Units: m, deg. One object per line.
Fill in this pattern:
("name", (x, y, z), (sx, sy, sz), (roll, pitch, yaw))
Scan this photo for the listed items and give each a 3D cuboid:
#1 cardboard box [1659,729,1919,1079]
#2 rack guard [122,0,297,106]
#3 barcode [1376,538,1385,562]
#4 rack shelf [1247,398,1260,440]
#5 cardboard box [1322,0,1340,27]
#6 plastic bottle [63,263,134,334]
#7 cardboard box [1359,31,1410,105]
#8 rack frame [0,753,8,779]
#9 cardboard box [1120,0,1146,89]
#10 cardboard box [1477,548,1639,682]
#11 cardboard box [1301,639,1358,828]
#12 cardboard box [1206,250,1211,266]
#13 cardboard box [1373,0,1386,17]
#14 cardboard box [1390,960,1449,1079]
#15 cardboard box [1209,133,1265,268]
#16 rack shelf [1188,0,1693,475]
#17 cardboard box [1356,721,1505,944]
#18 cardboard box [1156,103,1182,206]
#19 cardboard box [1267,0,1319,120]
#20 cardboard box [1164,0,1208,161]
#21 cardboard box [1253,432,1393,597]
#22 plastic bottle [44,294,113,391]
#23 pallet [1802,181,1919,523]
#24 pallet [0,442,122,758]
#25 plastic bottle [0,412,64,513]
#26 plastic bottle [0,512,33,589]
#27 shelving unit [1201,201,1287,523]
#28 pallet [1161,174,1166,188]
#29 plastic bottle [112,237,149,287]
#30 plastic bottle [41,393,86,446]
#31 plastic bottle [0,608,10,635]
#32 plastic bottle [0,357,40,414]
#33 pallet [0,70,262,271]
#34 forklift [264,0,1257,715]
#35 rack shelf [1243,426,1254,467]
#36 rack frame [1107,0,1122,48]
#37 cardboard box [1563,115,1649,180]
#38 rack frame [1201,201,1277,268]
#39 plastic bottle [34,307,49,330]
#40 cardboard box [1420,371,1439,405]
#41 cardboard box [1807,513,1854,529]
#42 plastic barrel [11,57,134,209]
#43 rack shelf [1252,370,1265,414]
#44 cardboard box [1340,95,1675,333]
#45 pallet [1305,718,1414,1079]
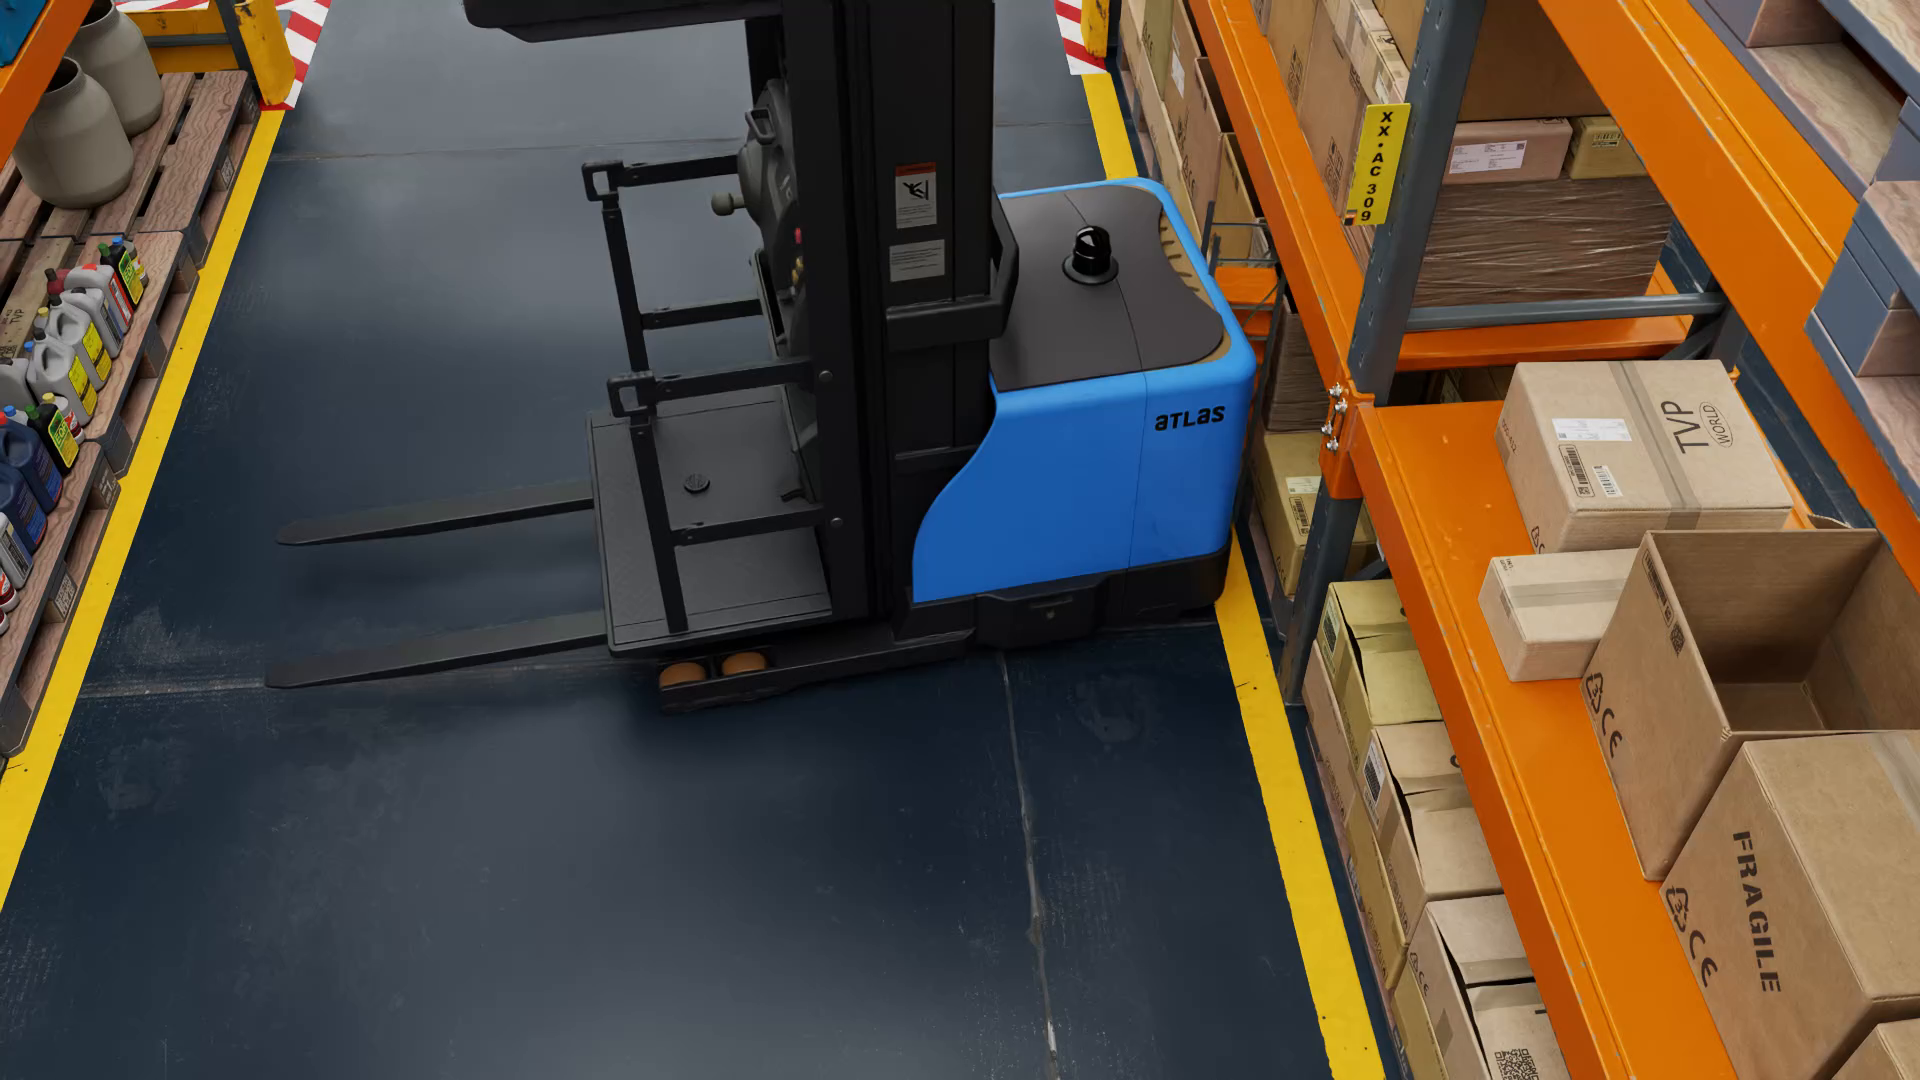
("cardboard box", (1.651, 0.690, 2.962), (0.500, 0.500, 0.500), (-3, 47, -3))
("rack guard", (-3.700, -2.260, 7.546), (1.175, 0.500, 0.348), (-3, 47, -3))
("barcode", (1.124, 0.012, 4.430), (0.001, 0.075, 0.075), (-3, 47, -3))
("rack shelf", (0.857, -0.433, 5.552), (0.258, 0.103, 0.180), (1, 46, -1))
("cardboard box", (1.215, -1.575, 4.660), (0.380, 0.149, 0.250), (-4, 47, -3))
("plastic bottle", (-3.169, -0.900, 6.109), (0.152, 0.276, 0.135), (-3, 47, -3))
("cardboard box", (1.262, -1.196, 4.301), (0.380, 0.149, 0.250), (-4, 47, -4))
("rack frame", (-3.419, -0.278, 3.947), (1.000, 3.000, 0.127), (-3, 47, -3))
("cardboard box", (1.006, -2.267, 7.436), (0.500, 0.250, 0.500), (-3, 47, -3))
("cardboard box", (1.388, 0.164, 3.702), (0.380, 0.149, 0.250), (-3, 47, -3))
("cardboard box", (1.304, 0.532, 4.785), (0.500, 0.250, 0.500), (-5, 47, -4))
("cardboard box", (1.172, -0.820, 6.065), (0.500, 0.250, 0.500), (-3, 47, -3))
("cardboard box", (1.430, -1.743, 4.372), (0.700, 0.500, 0.500), (-4, 47, -3))
("cardboard box", (1.392, 1.277, 4.080), (0.500, 0.250, 0.500), (-5, 47, -5))
("cardboard box", (1.185, -1.079, 5.794), (0.500, 0.500, 0.500), (-3, 47, -3))
("rack shelf", (1.350, -1.776, 5.861), (1.077, 0.370, 4.000), (-3, 47, -3))
("cardboard box", (1.340, 0.709, 4.231), (0.500, 0.311, 0.500), (-4, 47, -4))
("cardboard box", (1.093, -1.544, 6.751), (0.500, 0.250, 0.500), (-3, 47, -3))
("cardboard box", (1.385, -1.675, 5.202), (0.700, 0.500, 0.500), (-3, 47, -3))
("cardboard box", (1.104, -1.803, 6.479), (0.500, 0.500, 0.500), (-3, 47, -3))
("cardboard box", (1.261, -0.097, 5.380), (0.500, 0.250, 0.500), (-3, 47, -3))
("plastic bottle", (-3.140, -0.706, 5.874), (0.144, 0.351, 0.185), (-2, 47, -2))
("pallet", (1.610, 0.057, 1.694), (1.003, 0.211, 1.213), (-2, 47, -1))
("pallet", (-3.434, 0.193, 5.422), (1.003, 0.211, 1.213), (-3, 47, -3))
("plastic bottle", (-3.089, -0.264, 5.455), (0.144, 0.351, 0.185), (-5, 47, -5))
("plastic bottle", (-3.063, 0.018, 5.240), (0.152, 0.276, 0.135), (-2, 47, -2))
("shelving unit", (0.861, -0.547, 5.434), (0.258, 1.200, 0.189), (1, 46, -1))
("pallet", (1.387, -1.080, 6.627), (1.003, 0.211, 1.213), (-3, 47, -3))
("plastic bottle", (-3.163, -1.058, 6.311), (0.097, 0.201, 0.097), (0, 47, 0))
("plastic bottle", (-3.089, -0.419, 5.705), (0.097, 0.201, 0.097), (0, 47, 0))
("plastic bottle", (-3.017, 0.203, 5.116), (0.097, 0.201, 0.097), (0, 47, 0))
("plastic bottle", (-3.270, -0.518, 5.748), (0.152, 0.276, 0.135), (-3, 47, -3))
("pallet", (-3.638, -1.572, 7.094), (1.003, 0.211, 1.213), (-3, 47, -3))
("forklift", (-0.697, -0.889, 4.573), (3.031, 2.935, 1.130), (-9, 47, -9))
("rack shelf", (0.854, -0.349, 5.639), (0.258, 0.103, 0.180), (1, 46, -1))
("rack frame", (1.183, -3.470, 6.970), (1.000, 3.000, 0.127), (-3, 47, -3))
("cardboard box", (1.688, -1.040, 4.153), (0.380, 0.149, 0.250), (-4, 47, -3))
("rack frame", (0.862, -0.612, 5.497), (0.240, 1.200, 0.006), (1, 46, -1))
("plastic bottle", (-3.280, -0.753, 6.022), (0.097, 0.201, 0.097), (0, 47, 0))
("cardboard box", (1.741, -0.748, 5.481), (0.500, 0.500, 0.500), (-3, 47, -3))
("cardboard box", (1.774, 0.095, 3.686), (0.396, 0.266, 0.258), (-5, 47, -4))
("plastic barrel", (-3.581, -1.626, 6.649), (0.421, 0.512, 0.421), (0, 47, 0))
("rack shelf", (0.860, -0.516, 5.466), (0.258, 0.103, 0.180), (1, 46, -1))
("cardboard box", (1.474, -0.931, 4.497), (0.700, 0.500, 0.500), (-5, 47, -4))
("pallet", (1.618, 0.914, 4.739), (1.003, 0.211, 1.213), (-3, 47, -3))
